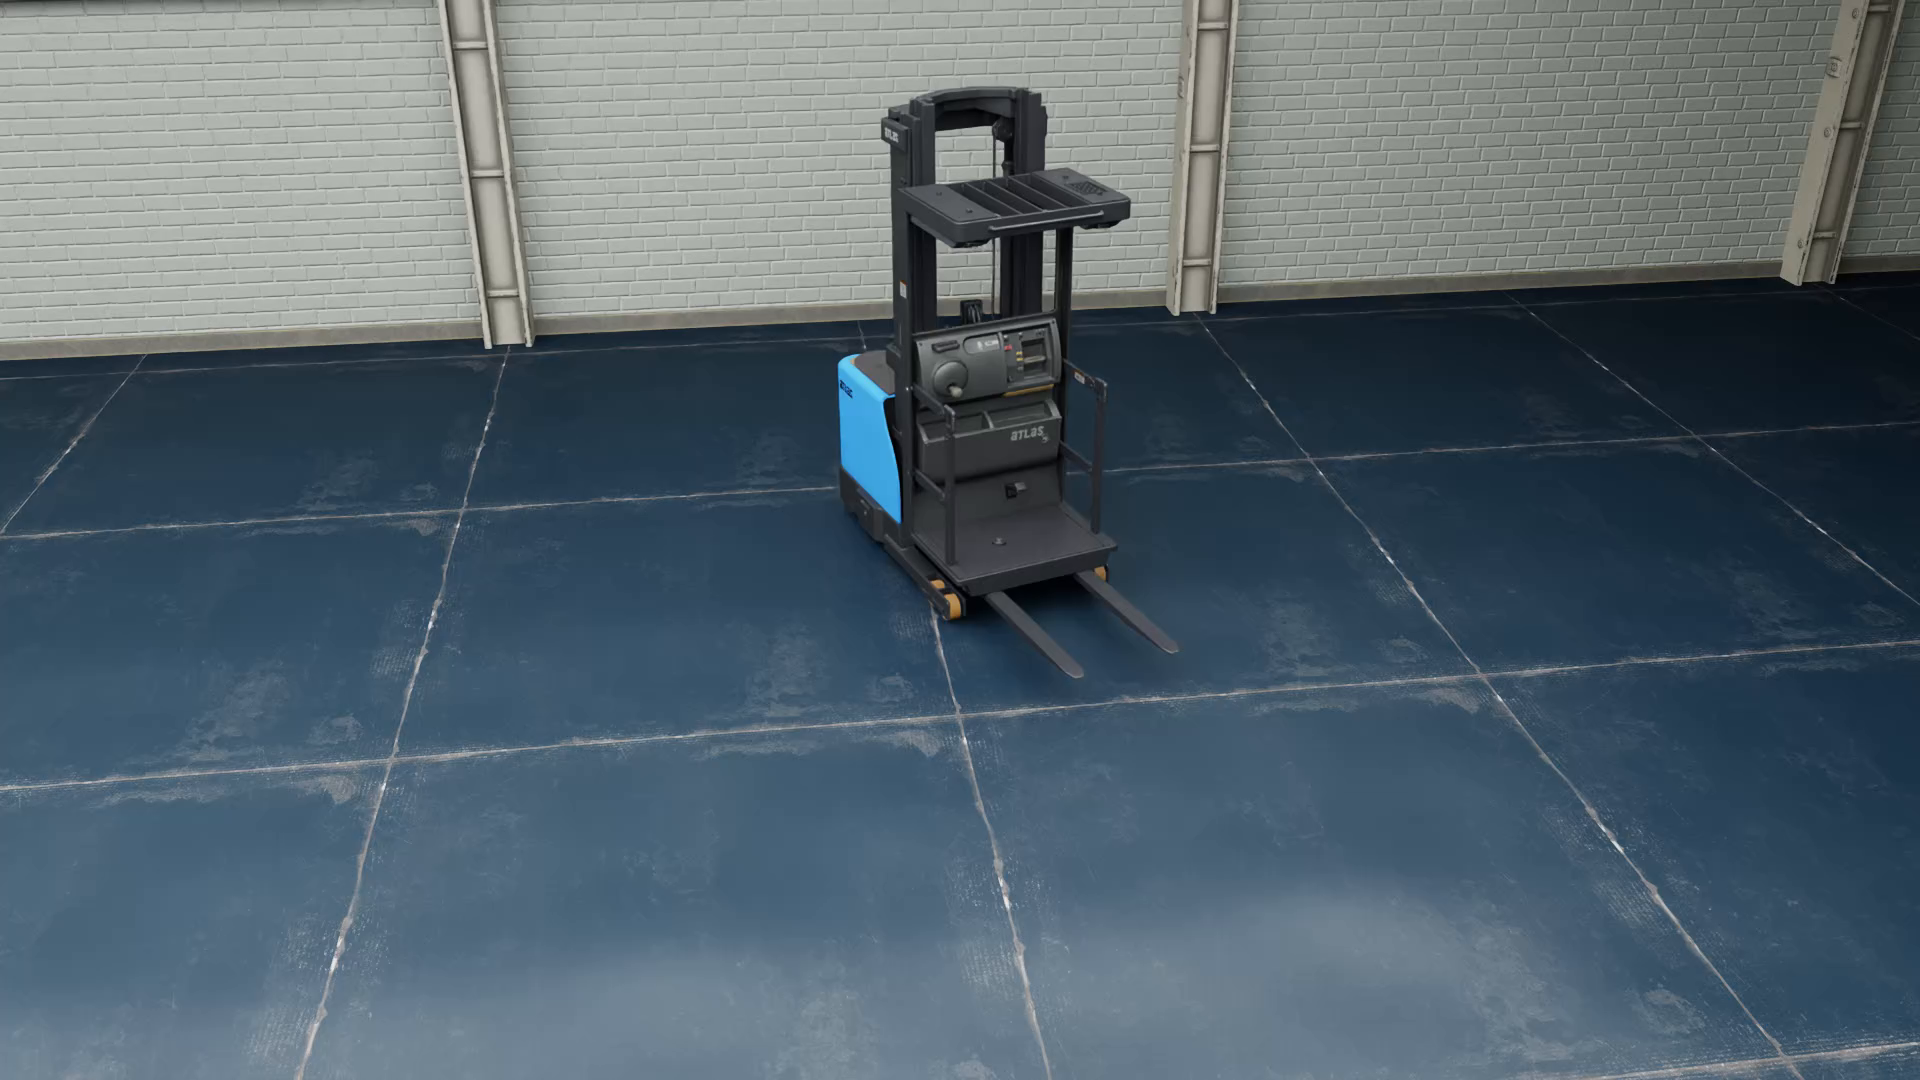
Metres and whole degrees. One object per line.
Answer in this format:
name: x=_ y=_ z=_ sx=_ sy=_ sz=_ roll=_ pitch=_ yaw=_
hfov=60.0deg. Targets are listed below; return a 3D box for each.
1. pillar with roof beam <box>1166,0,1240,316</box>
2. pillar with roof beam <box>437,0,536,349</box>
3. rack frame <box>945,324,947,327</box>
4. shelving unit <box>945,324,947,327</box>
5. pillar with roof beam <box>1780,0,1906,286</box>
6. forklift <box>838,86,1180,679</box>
pillar with roof beam: x=2.682 y=-4.146 z=9.176 sx=0.400 sy=9.000 sz=9.100 roll=-4 pitch=27 yaw=-7
pillar with roof beam: x=-3.259 y=-3.764 z=8.432 sx=0.400 sy=9.000 sz=9.100 roll=-4 pitch=27 yaw=-7
rack frame: x=-0.007 y=-1.038 z=11.825 sx=0.200 sy=1.050 sz=0.008 roll=-4 pitch=27 yaw=-9
shelving unit: x=0.014 y=-0.984 z=11.718 sx=0.215 sy=1.050 sz=0.252 roll=-4 pitch=27 yaw=-9
pillar with roof beam: x=8.624 y=-4.528 z=9.919 sx=0.400 sy=9.000 sz=9.100 roll=-4 pitch=27 yaw=-7
forklift: x=0.272 y=-1.045 z=9.778 sx=1.130 sy=2.935 sz=3.031 roll=-12 pitch=30 yaw=-23
